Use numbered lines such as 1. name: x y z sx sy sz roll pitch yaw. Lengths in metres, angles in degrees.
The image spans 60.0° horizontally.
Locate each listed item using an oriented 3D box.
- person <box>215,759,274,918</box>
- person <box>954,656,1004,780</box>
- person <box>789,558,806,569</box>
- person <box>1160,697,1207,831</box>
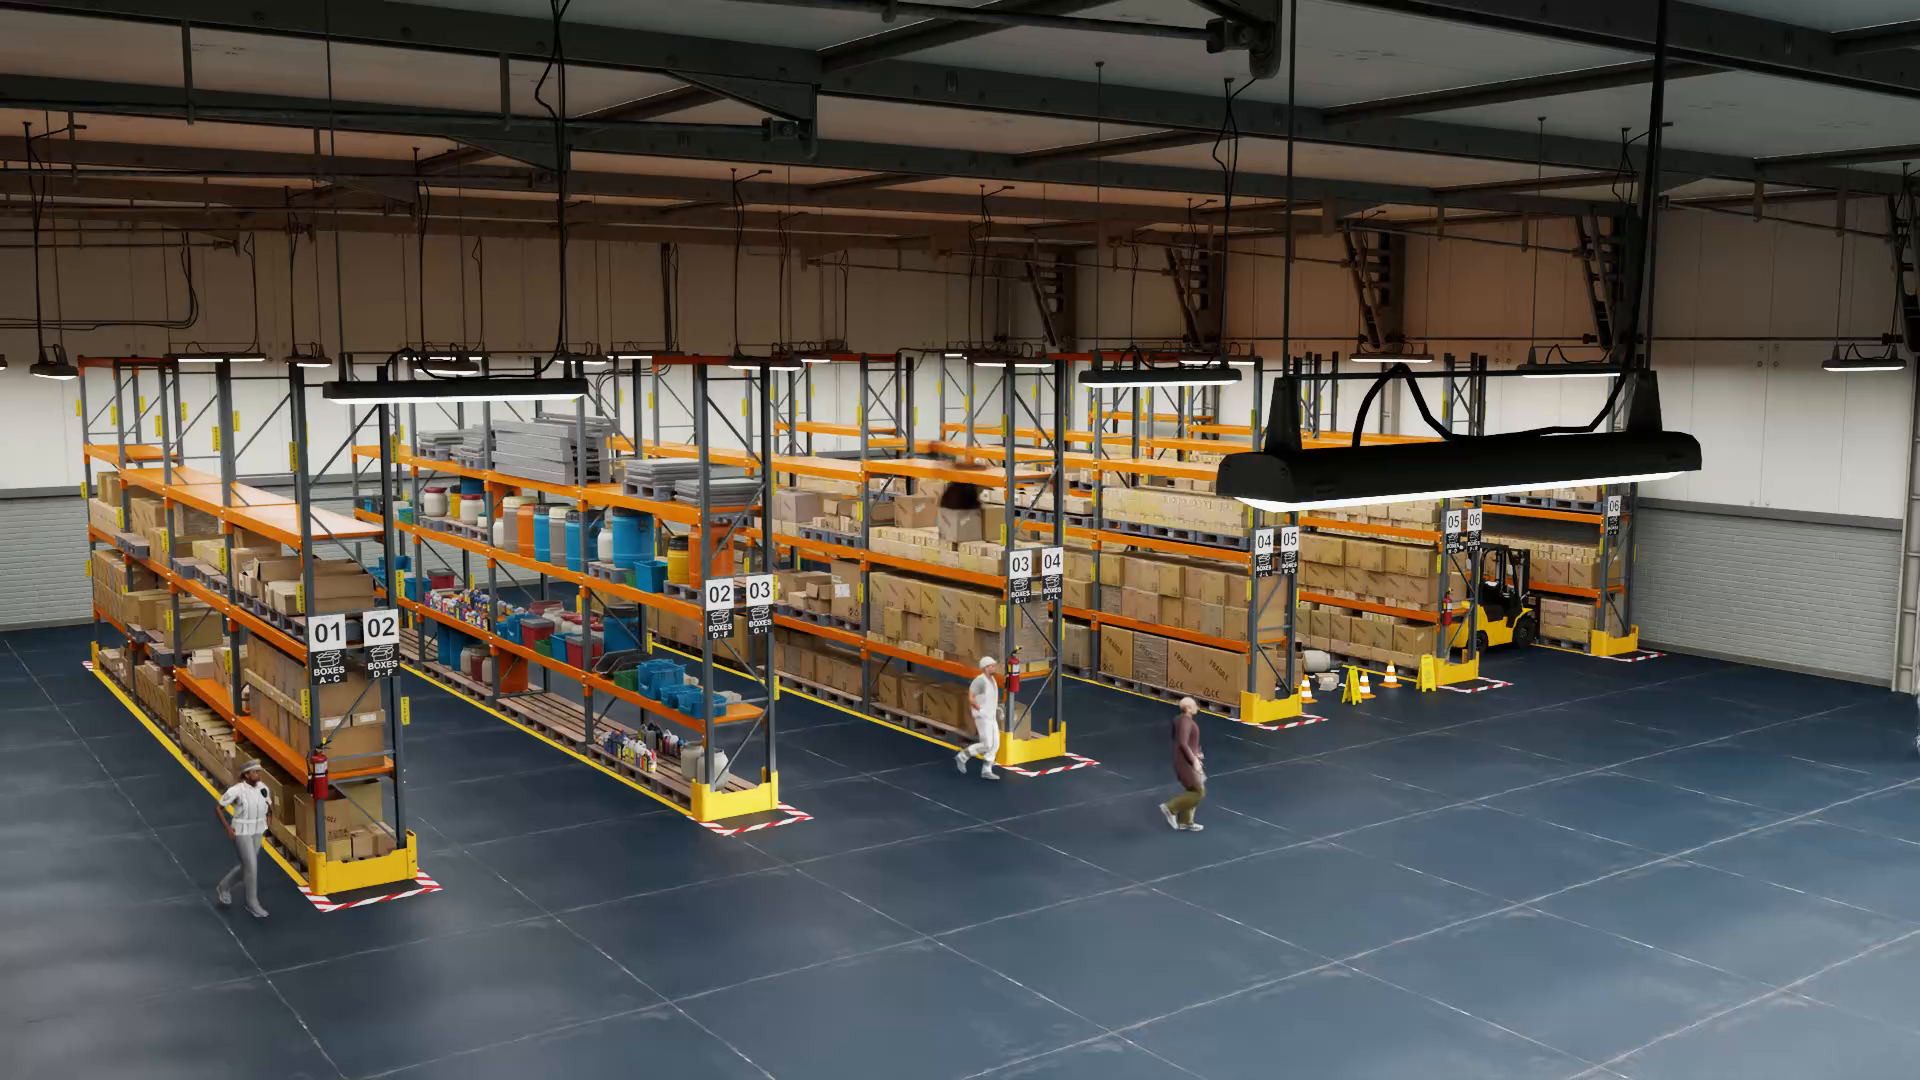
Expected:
1. person: -7.913 3.274 18.493 0.804 1.700 0.593 3 8 25
2. person: 0.339 2.552 24.105 0.680 1.731 0.703 3 8 24
3. person: -4.108 0.440 42.244 0.571 1.551 0.529 -5 9 -37
4. person: 2.863 2.883 21.401 0.635 1.750 0.731 -1 7 -6
